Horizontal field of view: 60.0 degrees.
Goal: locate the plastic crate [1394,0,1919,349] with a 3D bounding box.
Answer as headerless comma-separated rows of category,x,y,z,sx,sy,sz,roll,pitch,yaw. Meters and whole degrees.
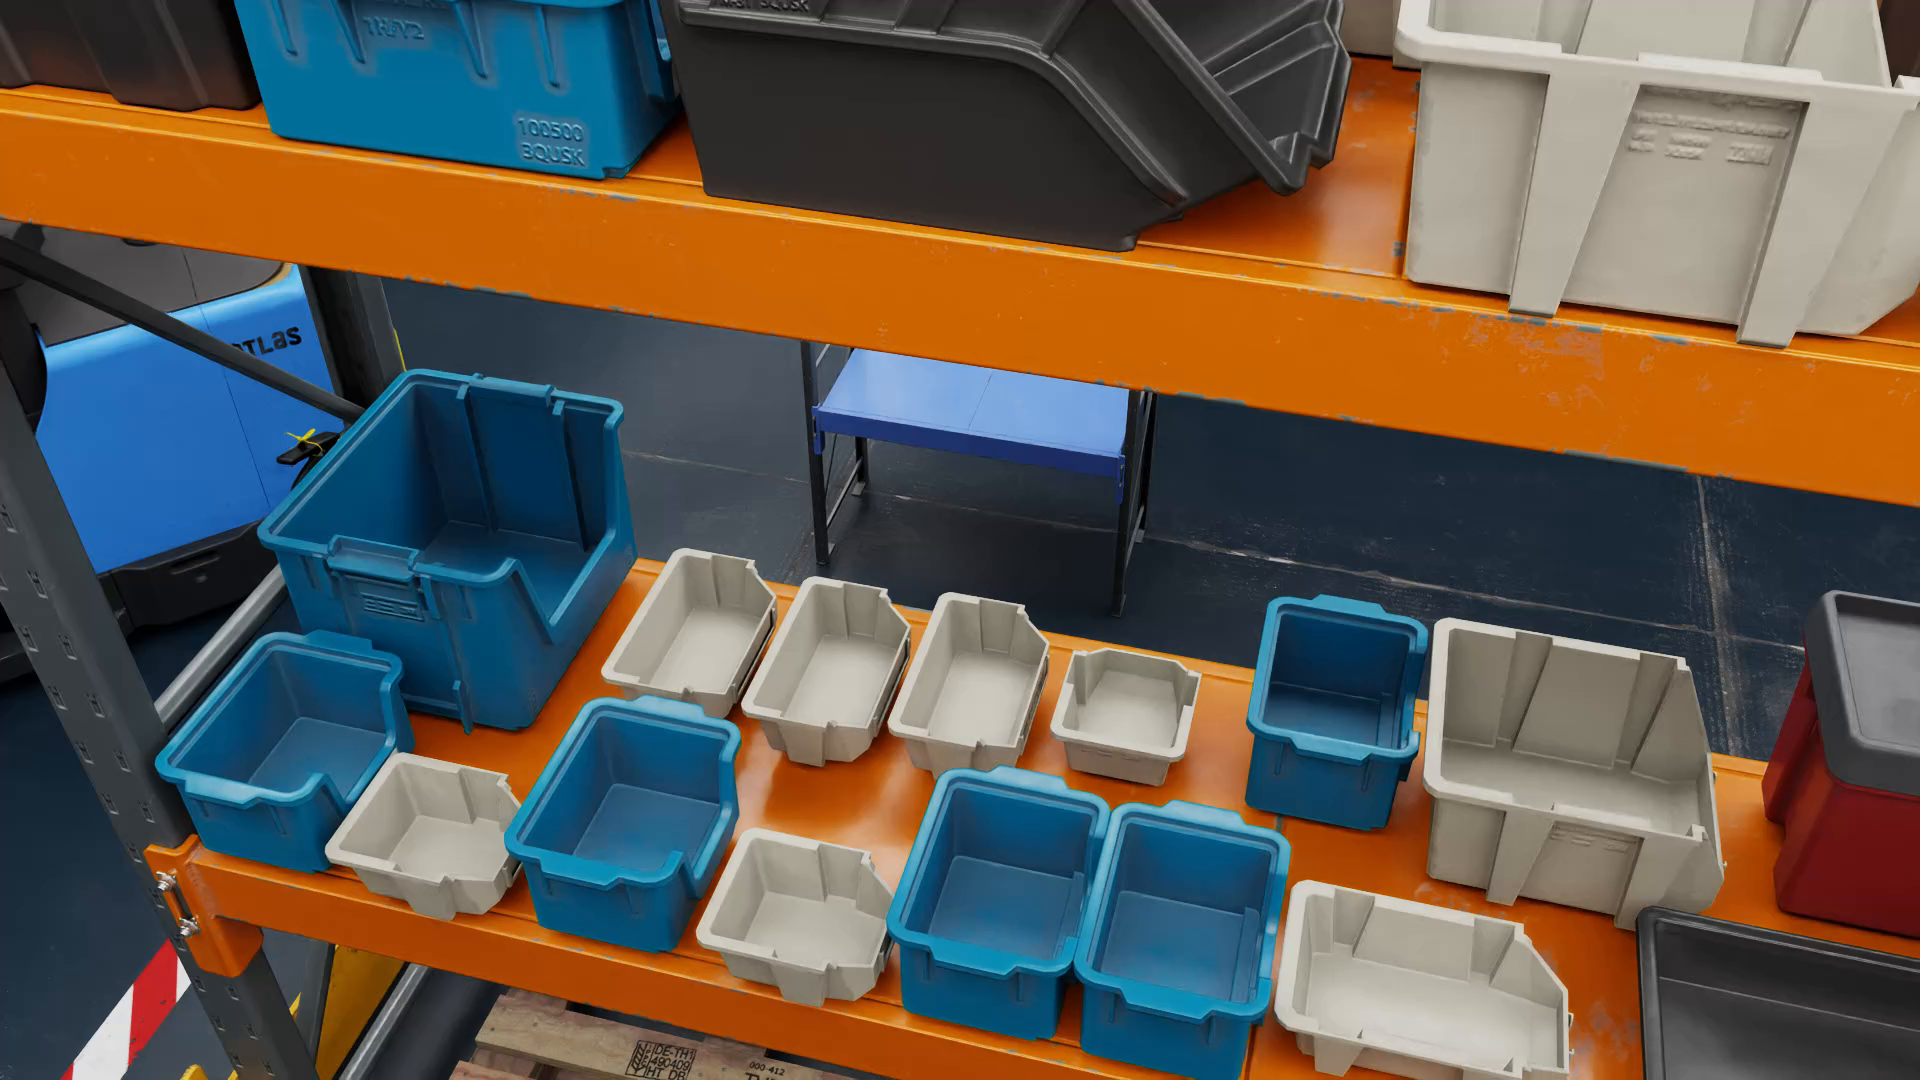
plastic crate,0.704,-0.435,1.696,0.530,0.282,0.437,10,41,11

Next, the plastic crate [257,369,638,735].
plastic crate,-0.985,0.011,3.331,0.499,0.435,0.616,10,41,11

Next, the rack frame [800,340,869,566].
rack frame,-0.409,-0.645,5.351,0.032,1.500,0.500,10,41,11

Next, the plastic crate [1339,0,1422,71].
plastic crate,0.703,-0.751,2.184,0.530,0.136,0.437,10,41,11

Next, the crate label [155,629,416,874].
crate label,-1.204,0.394,3.032,0.303,0.233,0.416,10,41,11

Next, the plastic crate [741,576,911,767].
plastic crate,-0.246,0.266,3.259,0.243,0.136,0.396,10,41,11

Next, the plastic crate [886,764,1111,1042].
plastic crate,0.068,0.613,2.771,0.300,0.233,0.416,10,41,11

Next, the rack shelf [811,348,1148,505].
rack shelf,0.082,-0.422,5.366,1.000,0.185,0.538,10,41,11

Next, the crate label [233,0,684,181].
crate label,-0.549,-0.630,1.951,0.502,0.251,0.408,10,41,11

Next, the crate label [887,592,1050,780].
crate label,0.029,0.297,3.222,0.243,0.136,0.396,10,41,11

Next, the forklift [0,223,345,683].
forklift,-3.456,-0.846,4.478,3.031,2.935,1.130,-22,45,-24

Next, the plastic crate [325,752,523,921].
plastic crate,-0.915,0.536,2.938,0.298,0.136,0.250,10,41,11

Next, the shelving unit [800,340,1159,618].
shelving unit,0.082,-0.560,5.251,1.048,1.500,0.538,10,41,11

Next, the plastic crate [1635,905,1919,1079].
plastic crate,1.356,0.836,2.590,0.590,0.125,0.437,10,41,11

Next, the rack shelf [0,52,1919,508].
rack shelf,0.575,-0.433,2.160,4.000,0.370,1.077,10,41,11

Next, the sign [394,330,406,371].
sign,-1.230,-0.299,3.647,0.005,0.325,0.100,10,41,11

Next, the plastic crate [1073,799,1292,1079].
plastic crate,0.358,0.663,2.712,0.300,0.233,0.416,10,41,11

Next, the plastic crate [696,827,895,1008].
plastic crate,-0.260,0.649,2.804,0.298,0.136,0.250,10,41,11

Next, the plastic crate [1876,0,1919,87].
plastic crate,1.378,-0.703,2.024,0.590,0.269,0.497,10,41,11

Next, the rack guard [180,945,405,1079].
rack guard,-1.383,1.069,4.088,0.348,0.500,1.175,10,41,11

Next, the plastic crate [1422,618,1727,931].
plastic crate,1.080,0.427,2.955,0.530,0.282,0.437,10,41,11

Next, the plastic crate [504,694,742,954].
plastic crate,-0.568,0.504,2.901,0.300,0.233,0.416,10,41,11

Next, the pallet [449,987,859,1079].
pallet,-0.570,1.337,3.994,1.213,0.211,1.003,10,41,11

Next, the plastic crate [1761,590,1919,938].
plastic crate,1.709,0.421,2.820,0.583,0.464,0.402,10,41,11

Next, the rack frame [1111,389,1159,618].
rack frame,0.573,-0.476,5.150,0.032,1.500,0.500,10,41,11

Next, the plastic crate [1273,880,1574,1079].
plastic crate,0.747,0.748,2.685,0.466,0.136,0.293,10,41,11

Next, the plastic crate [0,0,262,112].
plastic crate,-1.057,-0.754,2.084,0.590,0.269,0.497,10,41,11

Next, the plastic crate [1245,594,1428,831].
plastic crate,0.693,0.331,3.107,0.300,0.233,0.416,10,41,11

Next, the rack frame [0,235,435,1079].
rack frame,-1.357,0.108,3.289,0.127,3.000,1.000,10,41,11

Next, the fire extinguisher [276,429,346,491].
fire extinguisher,-1.385,-0.027,3.800,0.183,0.674,0.296,10,41,11

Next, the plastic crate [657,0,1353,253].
plastic crate,0.048,-0.592,1.839,0.767,0.338,0.504,10,41,11

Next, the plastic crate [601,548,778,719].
plastic crate,-0.522,0.209,3.327,0.243,0.136,0.396,10,41,11

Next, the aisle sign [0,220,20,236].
aisle sign,-1.503,-0.715,2.248,0.004,0.787,0.394,10,41,11

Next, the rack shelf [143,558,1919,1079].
rack shelf,0.575,0.716,3.125,4.000,0.370,1.077,10,41,11

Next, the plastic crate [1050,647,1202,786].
plastic crate,0.320,0.335,3.177,0.250,0.136,0.298,10,41,11
